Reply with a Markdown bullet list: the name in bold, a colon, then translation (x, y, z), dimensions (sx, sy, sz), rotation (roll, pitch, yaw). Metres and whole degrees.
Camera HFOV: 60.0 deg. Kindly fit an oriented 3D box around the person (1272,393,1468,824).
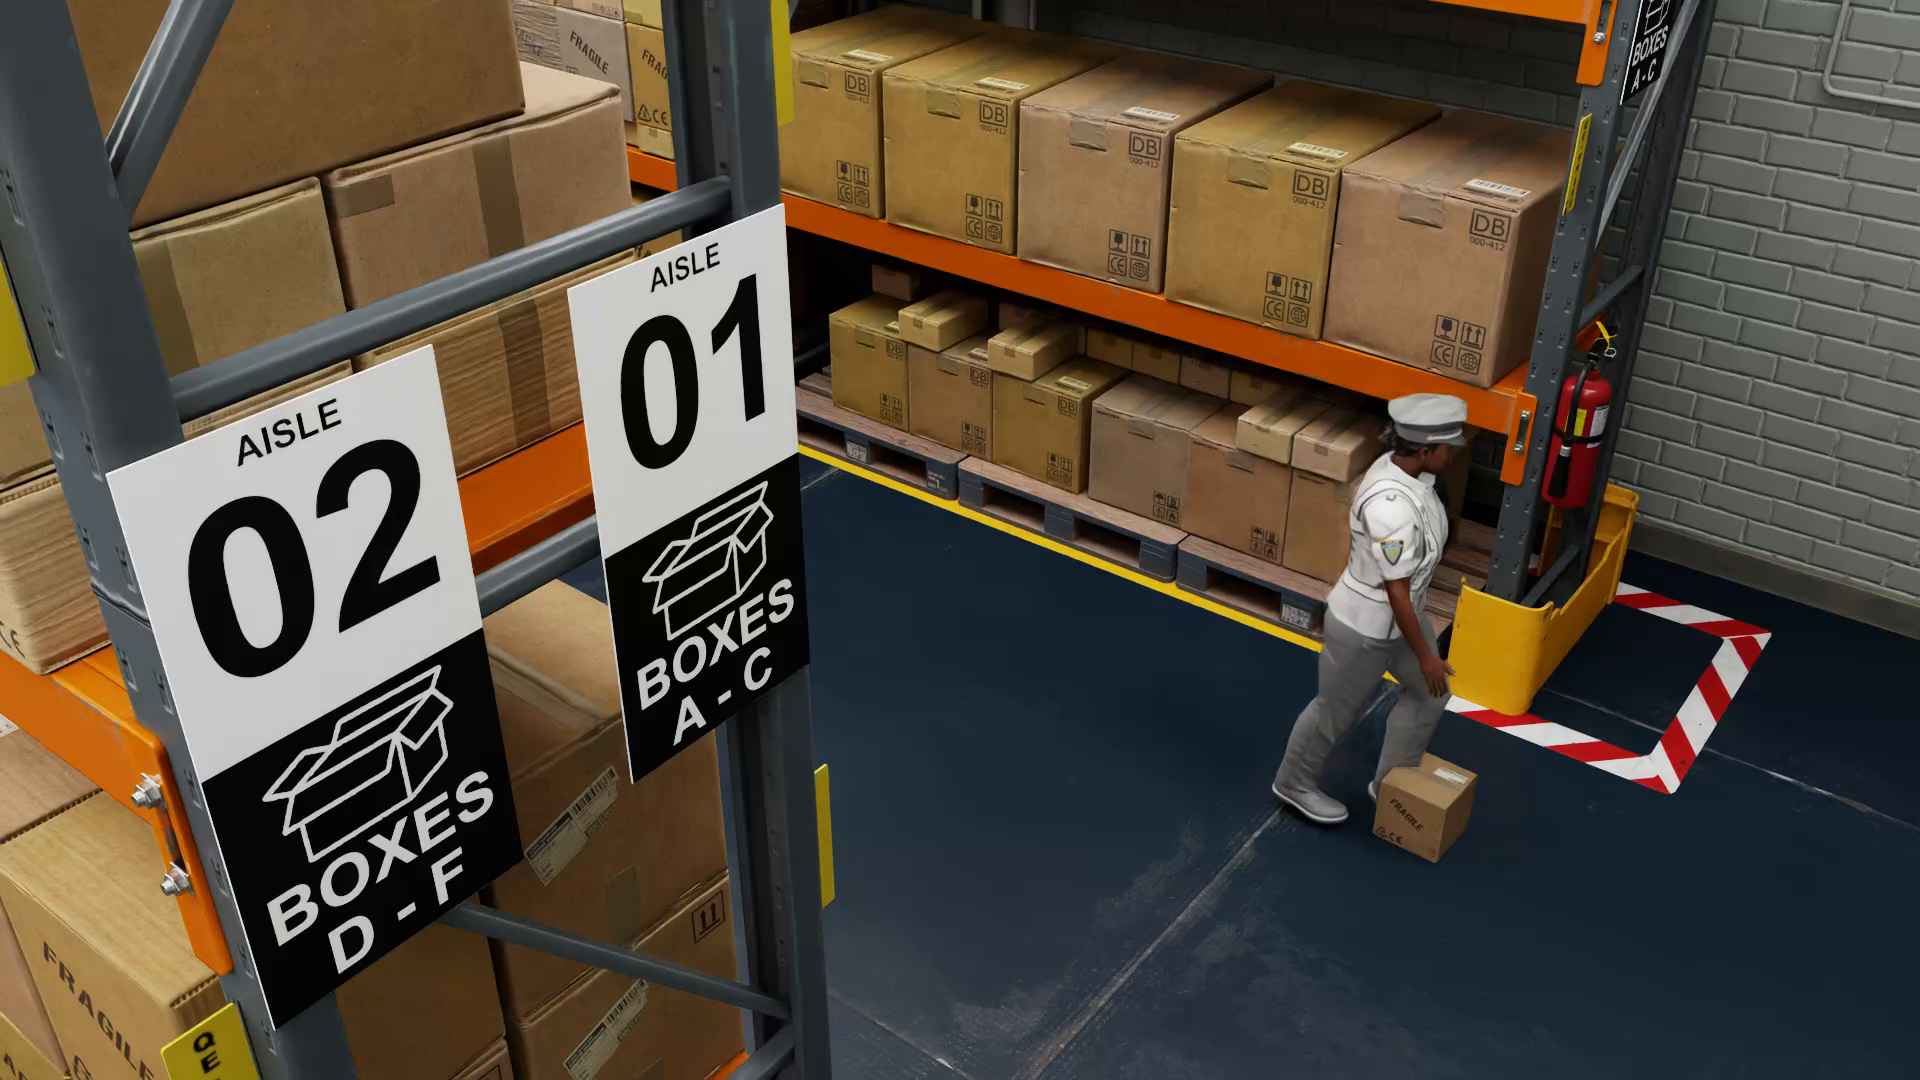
- **person**: translation (1.435, 0.303, 5.657), dimensions (0.574, 1.716, 0.467), rotation (17, 35, 26)
